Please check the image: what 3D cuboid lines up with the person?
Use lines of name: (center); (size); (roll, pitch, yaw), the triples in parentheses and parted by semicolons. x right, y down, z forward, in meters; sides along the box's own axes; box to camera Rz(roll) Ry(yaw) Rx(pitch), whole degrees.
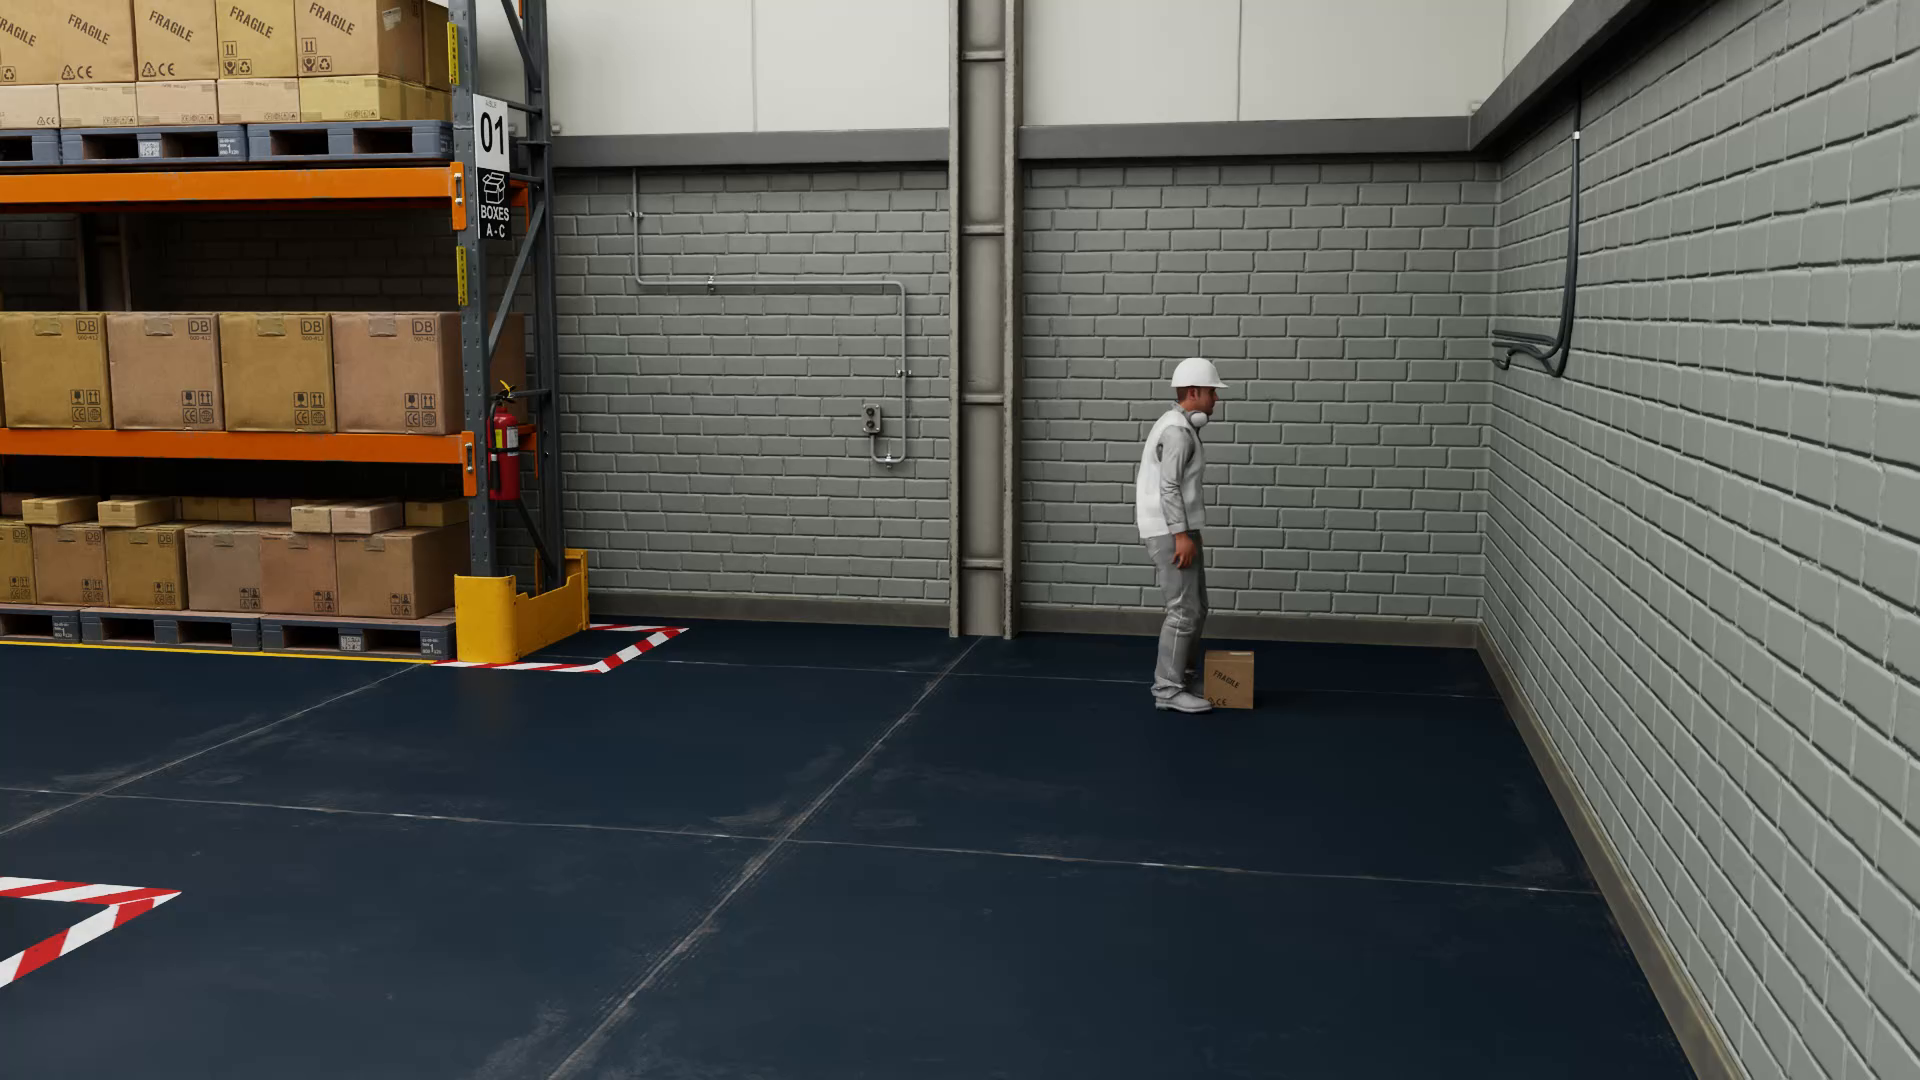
person: (1.131, -0.041, 8.507); (0.464, 1.771, 0.580); (2, 8, 11)
